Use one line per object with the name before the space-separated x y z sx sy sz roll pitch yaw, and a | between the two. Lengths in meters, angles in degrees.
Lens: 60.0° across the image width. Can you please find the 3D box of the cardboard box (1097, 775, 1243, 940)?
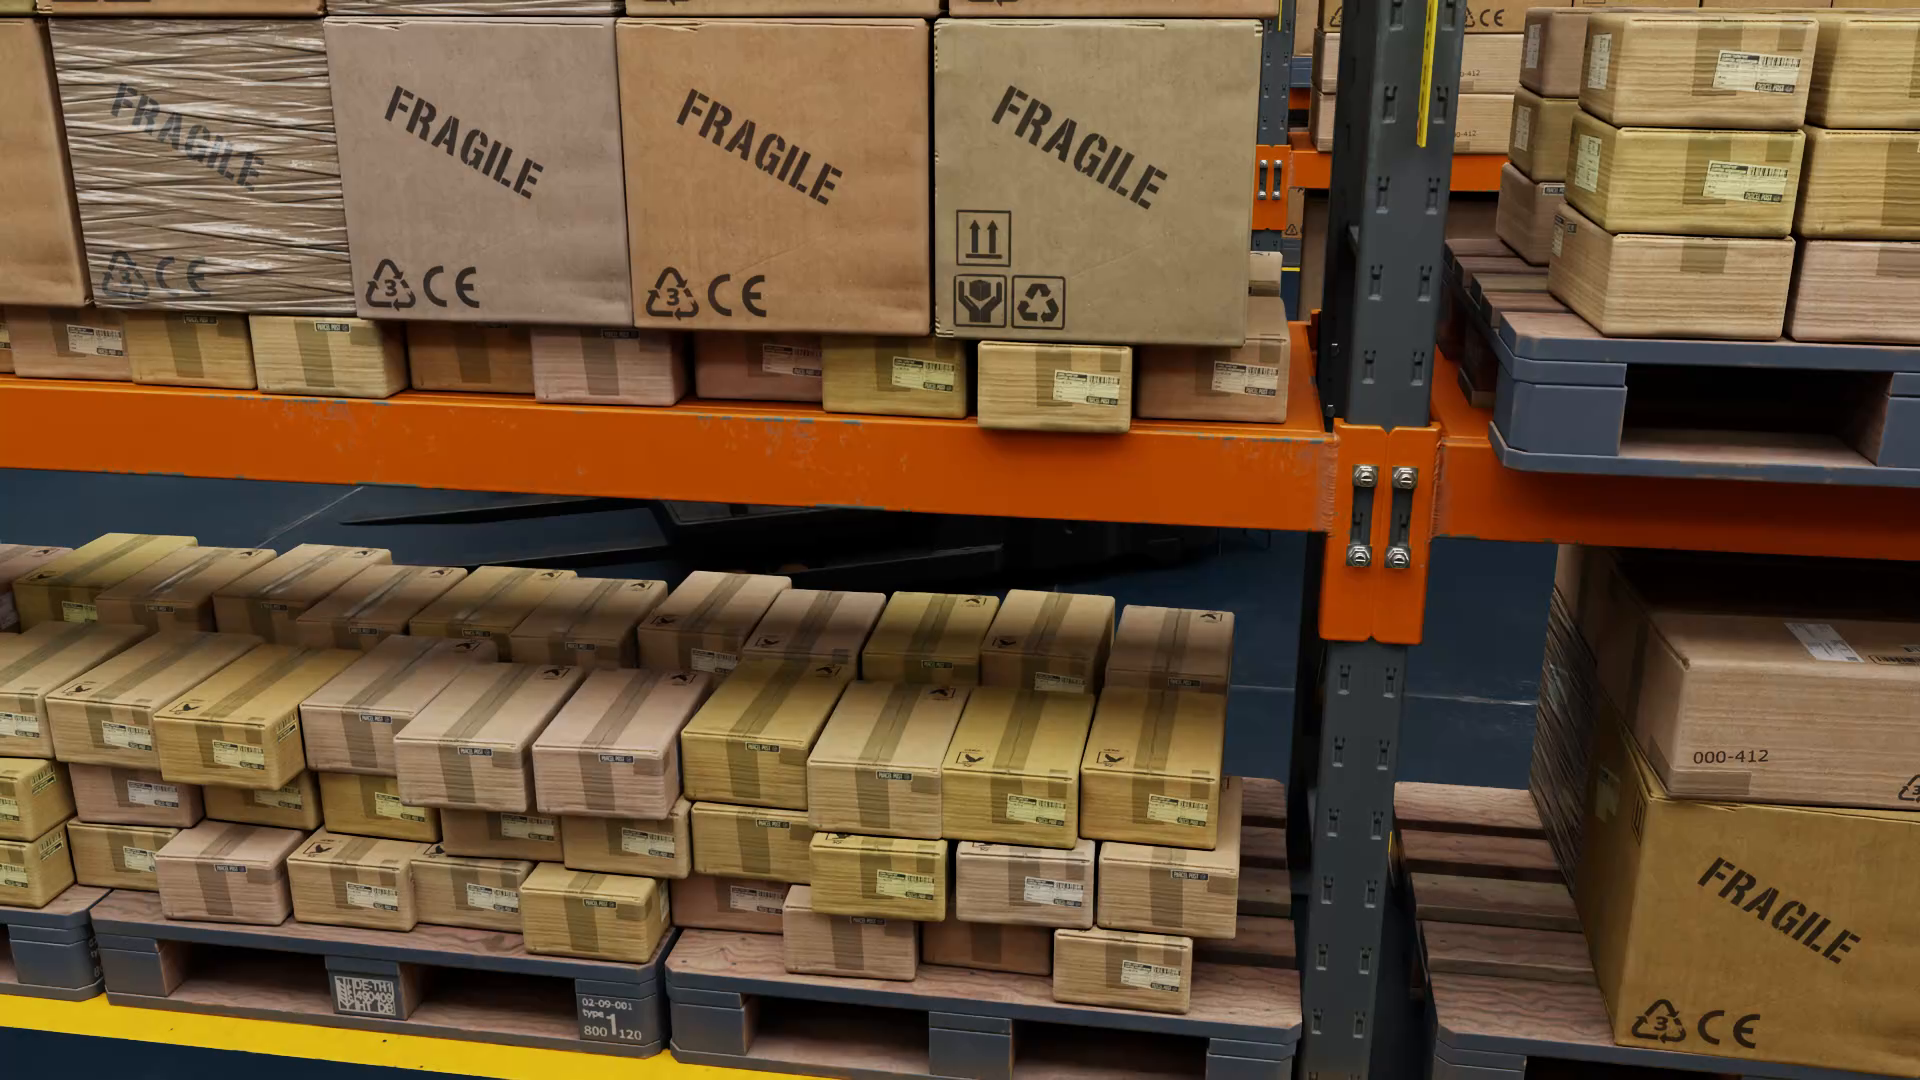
cardboard box | 0.407 0.590 3.175 0.250 0.149 0.380 3 19 10

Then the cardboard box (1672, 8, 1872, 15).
cardboard box | 1.461 -0.896 3.049 0.250 0.149 0.380 2 19 7

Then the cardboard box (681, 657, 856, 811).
cardboard box | -0.374 0.380 3.332 0.250 0.149 0.380 4 19 10

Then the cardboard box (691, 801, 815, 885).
cardboard box | -0.362 0.529 3.358 0.250 0.149 0.380 3 19 9

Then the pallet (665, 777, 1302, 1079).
pallet | 0.099 0.794 3.598 1.213 0.211 1.003 3 19 9

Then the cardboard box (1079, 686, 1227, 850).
cardboard box | 0.376 0.429 3.188 0.250 0.149 0.380 3 19 10

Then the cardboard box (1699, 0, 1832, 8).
cardboard box | 3.355 -2.404 7.027 0.500 0.500 0.500 3 19 8

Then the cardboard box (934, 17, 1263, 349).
cardboard box | 0.246 -0.630 2.832 0.500 0.500 0.500 3 19 9

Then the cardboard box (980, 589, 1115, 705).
cardboard box | 0.198 0.250 3.721 0.250 0.149 0.380 4 19 11

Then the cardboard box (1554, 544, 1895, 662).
cardboard box | 1.544 0.083 3.423 0.500 0.250 0.500 2 19 7

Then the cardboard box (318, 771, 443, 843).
cardboard box | -1.135 0.475 3.517 0.250 0.149 0.380 4 19 11

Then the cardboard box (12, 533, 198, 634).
cardboard box | -2.103 0.115 4.126 0.250 0.149 0.380 3 19 7

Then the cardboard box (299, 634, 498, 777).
cardboard box | -1.152 0.339 3.456 0.250 0.149 0.380 3 19 9

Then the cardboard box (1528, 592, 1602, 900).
cardboard box | 1.539 0.439 3.542 0.500 0.500 0.500 3 19 8

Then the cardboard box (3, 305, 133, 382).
cardboard box | -1.618 -0.426 3.245 0.250 0.149 0.380 3 19 8

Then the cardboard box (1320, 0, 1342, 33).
cardboard box | 1.842 -2.471 7.227 0.500 0.500 0.500 3 19 9

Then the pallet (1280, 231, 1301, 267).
pallet | 3.046 -2.265 12.741 1.213 0.211 1.003 3 19 9

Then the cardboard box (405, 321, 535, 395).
cardboard box | -0.843 -0.393 3.147 0.250 0.149 0.380 3 19 8

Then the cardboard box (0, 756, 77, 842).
cardboard box | -1.951 0.474 3.520 0.250 0.149 0.380 4 19 10

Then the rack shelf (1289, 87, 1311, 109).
rack shelf | 4.212 -3.175 12.199 4.000 0.370 1.077 3 19 9

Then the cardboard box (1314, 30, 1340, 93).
cardboard box | 1.843 -2.117 7.351 0.500 0.250 0.500 2 19 7

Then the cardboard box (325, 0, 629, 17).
cardboard box | -0.753 -1.162 2.846 0.500 0.500 0.500 3 19 10

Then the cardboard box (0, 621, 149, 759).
cardboard box | -1.940 0.312 3.537 0.250 0.149 0.380 2 19 6

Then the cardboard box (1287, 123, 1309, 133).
cardboard box | 2.559 -2.997 12.319 0.250 0.149 0.380 3 19 8

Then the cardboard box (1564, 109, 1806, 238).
cardboard box | 1.084 -0.563 2.523 0.250 0.149 0.380 3 19 10

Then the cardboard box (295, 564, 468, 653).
cardboard box | -1.341 0.192 3.896 0.250 0.149 0.380 2 19 7

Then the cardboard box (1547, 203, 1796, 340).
cardboard box | 1.084 -0.422 2.570 0.250 0.149 0.380 2 19 6

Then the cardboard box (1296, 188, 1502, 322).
cardboard box | 2.078 -1.247 7.989 0.875 0.875 0.875 4 19 10

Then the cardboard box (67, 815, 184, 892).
cardboard box | -1.695 0.601 3.612 0.250 0.149 0.380 3 19 9

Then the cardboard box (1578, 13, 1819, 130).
cardboard box | 1.084 -0.704 2.476 0.250 0.149 0.380 4 19 11

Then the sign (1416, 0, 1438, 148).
sign | 0.690 -0.746 2.441 0.005 0.325 0.100 3 19 9

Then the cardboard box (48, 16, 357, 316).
cardboard box | -1.263 -0.715 3.086 0.500 0.500 0.500 2 19 7

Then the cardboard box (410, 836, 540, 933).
cardboard box | -0.942 0.648 3.471 0.250 0.149 0.380 3 19 10

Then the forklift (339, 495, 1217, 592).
forklift | -0.633 -1.311 5.601 3.031 2.935 1.130 -6 19 -18

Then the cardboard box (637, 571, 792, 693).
cardboard box | -0.559 0.209 3.846 0.250 0.149 0.380 3 19 10

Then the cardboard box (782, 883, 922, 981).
cardboard box | -0.187 0.702 3.310 0.250 0.149 0.380 2 19 7

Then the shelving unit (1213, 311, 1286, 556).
shelving unit | 1.024 -0.414 6.122 0.210 0.900 0.258 -5 19 -14

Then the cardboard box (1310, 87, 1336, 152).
cardboard box | 1.846 -1.886 7.448 0.500 0.250 0.500 2 19 7

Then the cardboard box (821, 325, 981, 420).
cardboard box | -0.077 -0.339 2.984 0.250 0.149 0.380 4 19 11

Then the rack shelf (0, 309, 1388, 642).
rack shelf | -1.206 -0.265 3.502 4.000 0.370 1.077 3 19 9
